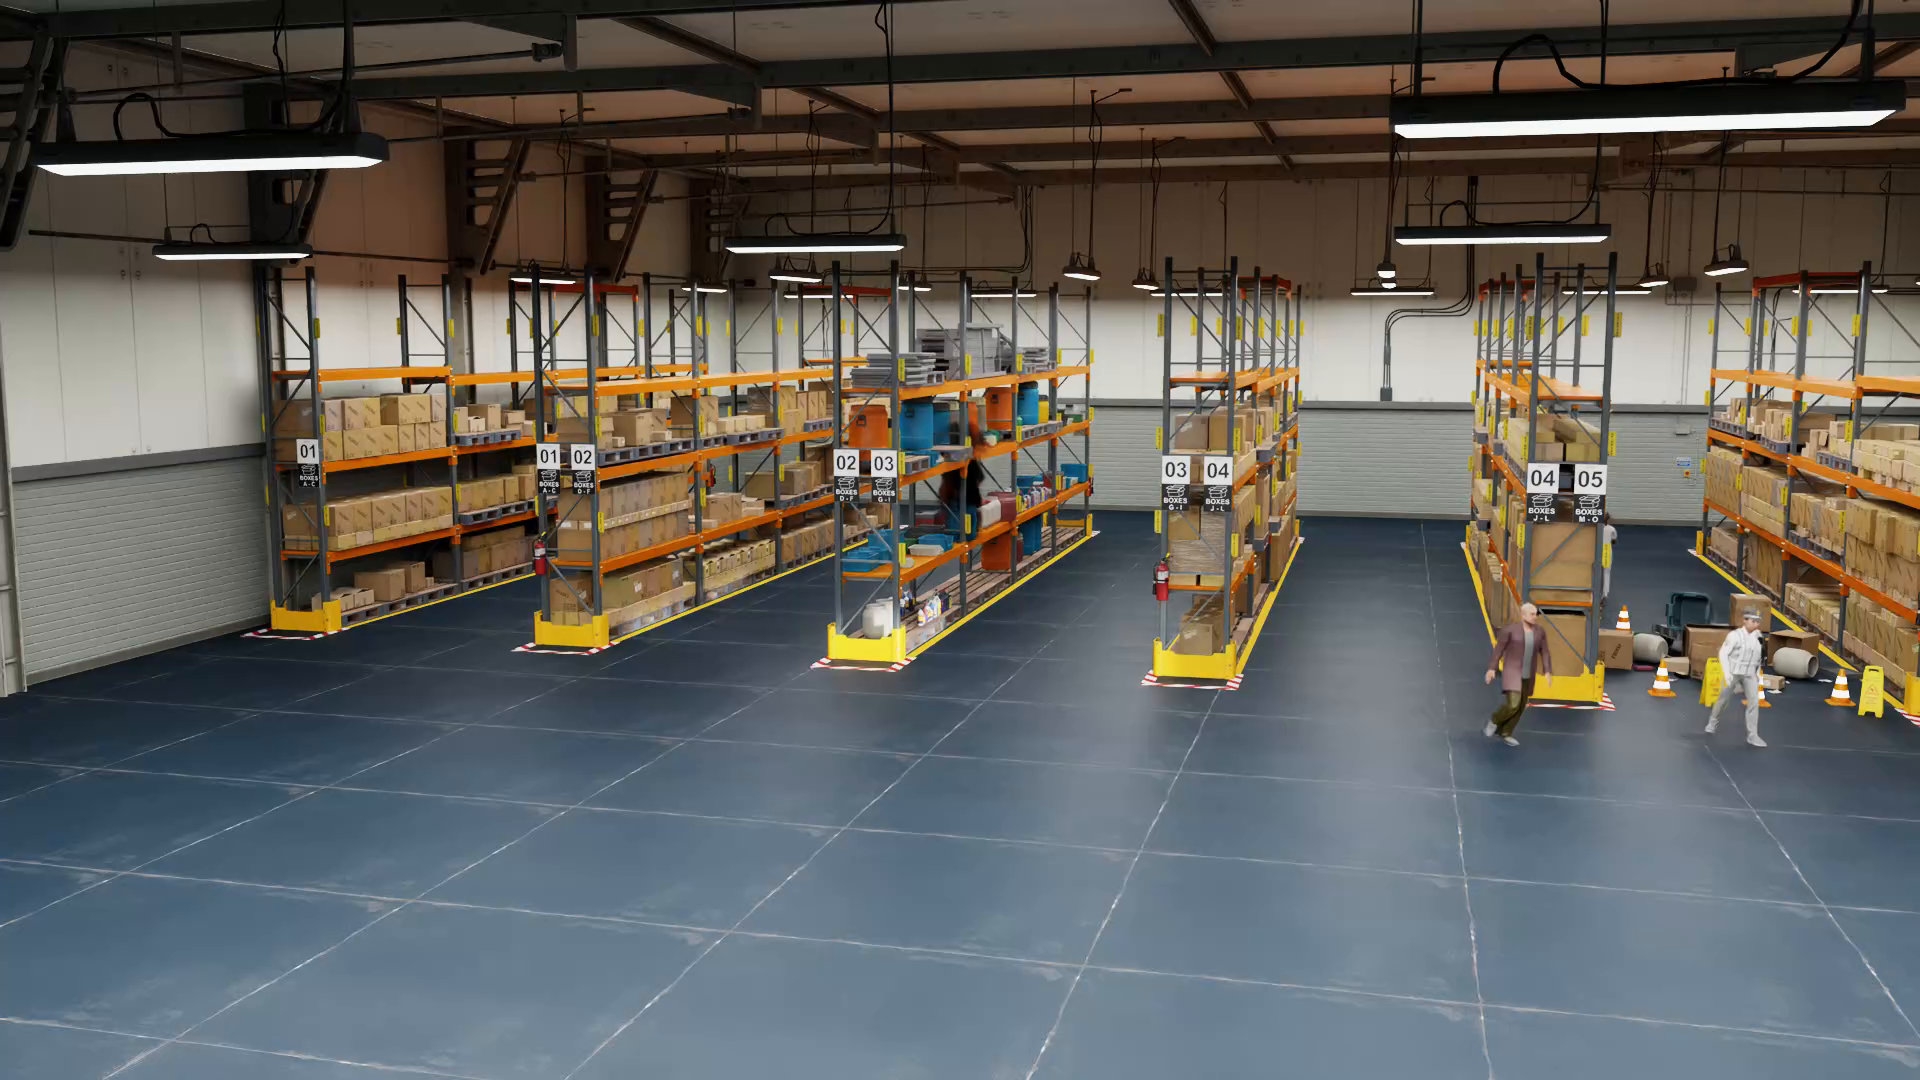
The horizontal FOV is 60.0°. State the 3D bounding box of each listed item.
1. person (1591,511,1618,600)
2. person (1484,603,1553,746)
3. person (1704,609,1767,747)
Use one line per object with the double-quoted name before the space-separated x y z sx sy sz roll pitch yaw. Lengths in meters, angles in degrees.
"person" 11.824 0.311 30.611 0.566 1.656 0.946 2 7 13
"person" 6.703 1.613 19.961 0.696 1.755 0.617 -2 8 -16
"person" 9.434 1.614 20.085 0.594 1.611 0.957 -1 7 -8
